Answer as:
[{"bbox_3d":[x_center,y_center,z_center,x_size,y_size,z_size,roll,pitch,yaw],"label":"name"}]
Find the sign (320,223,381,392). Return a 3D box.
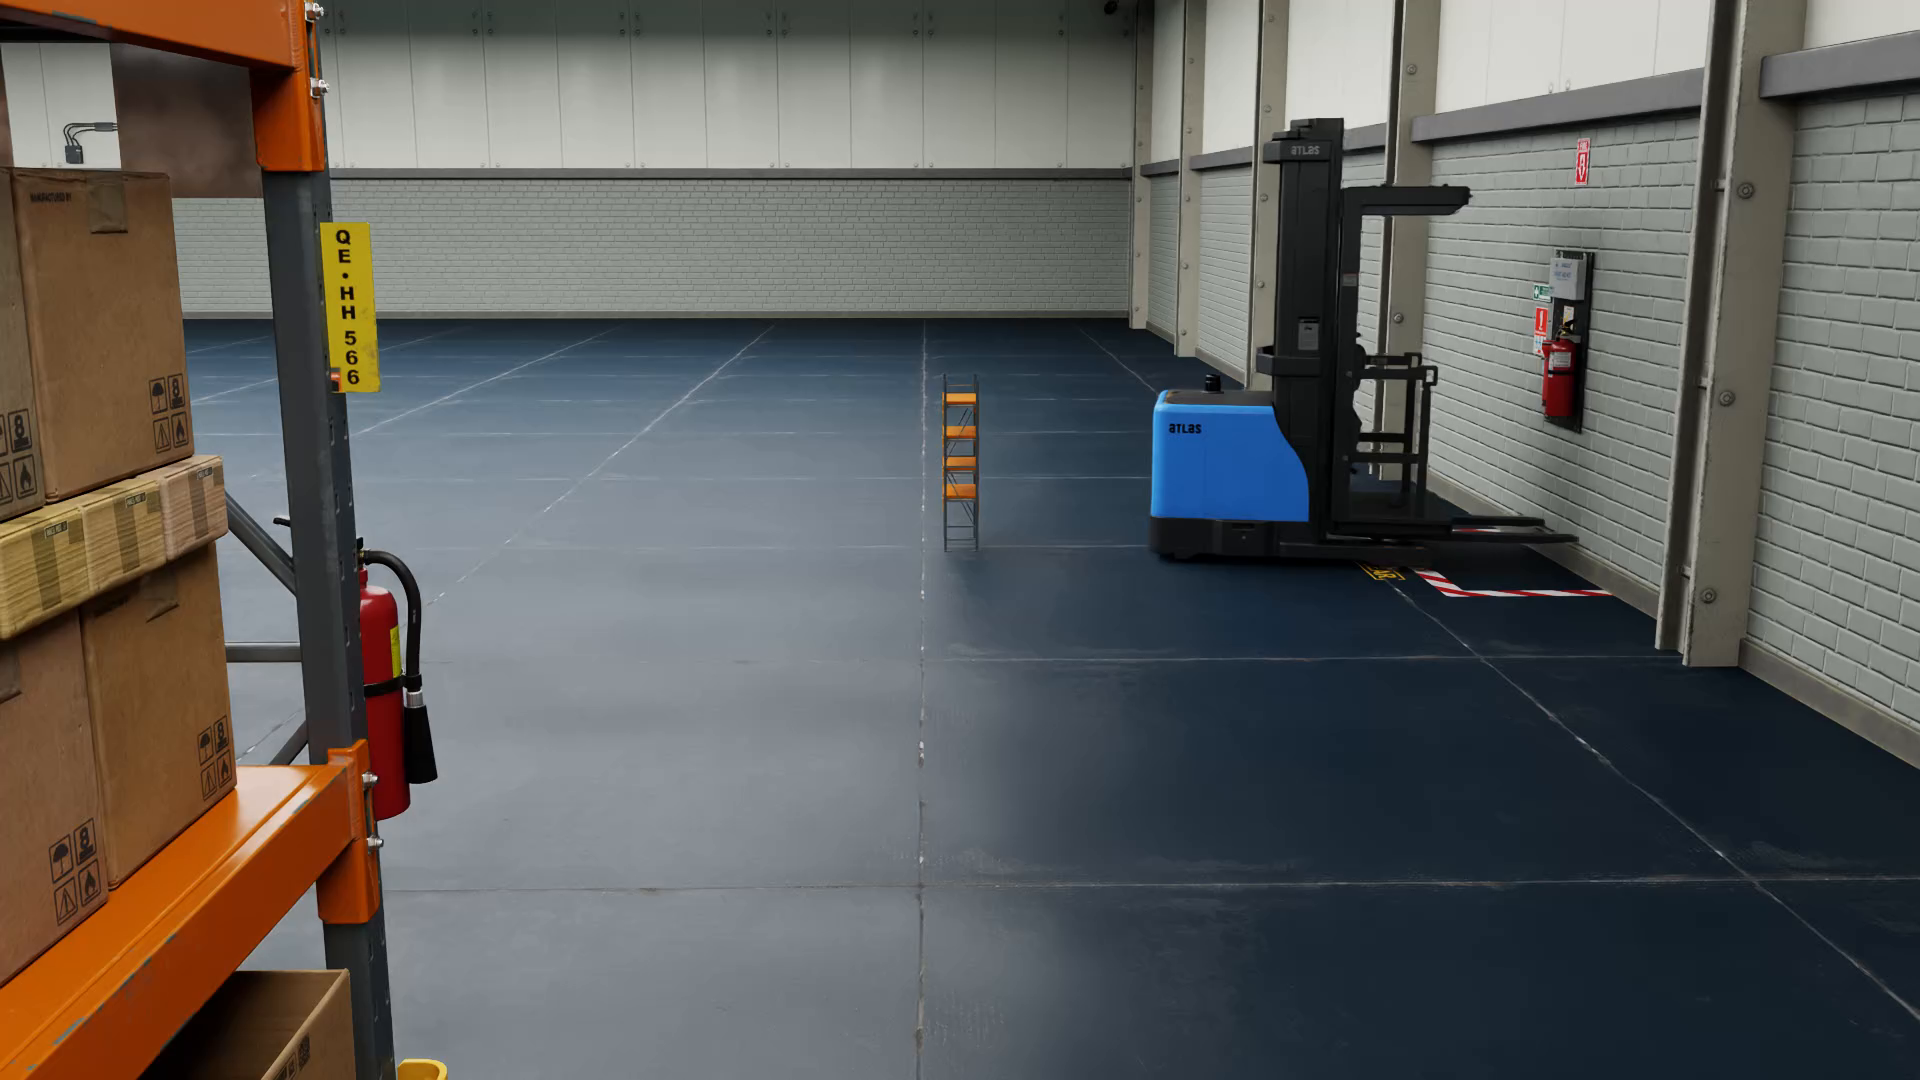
[{"bbox_3d":[-1.182,-0.448,3.216,0.100,0.325,0.005,0,11,-1],"label":"sign"}]

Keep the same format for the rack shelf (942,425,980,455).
[{"bbox_3d":[0.003,-0.708,11.747,0.258,0.148,0.480,0,11,-1],"label":"rack shelf"}]

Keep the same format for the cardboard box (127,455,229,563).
[{"bbox_3d":[-1.526,-0.057,2.912,0.380,0.149,0.250,0,11,-2],"label":"cardboard box"}]

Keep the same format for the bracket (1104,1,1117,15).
[{"bbox_3d":[3.075,-10.870,33.955,0.235,0.232,0.430,0,11,-1],"label":"bracket"}]

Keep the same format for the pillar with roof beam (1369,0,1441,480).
[{"bbox_3d":[-0.445,-4.958,13.867,9.100,9.000,0.400,0,11,-1],"label":"pillar with roof beam"}]

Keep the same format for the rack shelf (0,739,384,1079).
[{"bbox_3d":[-1.683,0.985,1.469,1.077,0.370,4.000,0,11,-1],"label":"rack shelf"}]

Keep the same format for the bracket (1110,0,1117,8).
[{"bbox_3d":[3.087,-10.753,33.376,0.076,0.066,3.189,0,11,-1],"label":"bracket"}]

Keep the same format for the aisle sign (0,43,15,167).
[{"bbox_3d":[-2.032,-1.051,3.157,0.394,0.787,0.004,0,11,-1],"label":"aisle sign"}]

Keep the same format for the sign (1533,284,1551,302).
[{"bbox_3d":[4.053,-1.721,11.577,0.001,0.109,0.331,0,11,-1],"label":"sign"}]

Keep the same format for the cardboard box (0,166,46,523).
[{"bbox_3d":[-1.710,-0.242,2.193,0.700,0.500,0.500,-1,11,-3],"label":"cardboard box"}]

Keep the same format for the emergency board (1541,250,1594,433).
[{"bbox_3d":[3.970,-1.335,11.094,0.194,1.169,0.643,0,11,-1],"label":"emergency board"}]

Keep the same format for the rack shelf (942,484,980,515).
[{"bbox_3d":[0.003,-0.295,11.830,0.258,0.148,0.480,0,11,-1],"label":"rack shelf"}]

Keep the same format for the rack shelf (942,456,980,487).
[{"bbox_3d":[0.003,-0.489,11.791,0.258,0.148,0.480,0,11,-1],"label":"rack shelf"}]

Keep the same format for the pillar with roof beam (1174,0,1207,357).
[{"bbox_3d":[-0.693,-7.344,25.625,9.100,9.000,0.400,0,11,-1],"label":"pillar with roof beam"}]

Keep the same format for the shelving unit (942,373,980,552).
[{"bbox_3d":[0.003,-0.555,11.778,0.258,1.200,0.503,0,11,-1],"label":"shelving unit"}]

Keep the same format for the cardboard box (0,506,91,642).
[{"bbox_3d":[-1.514,0.046,2.405,0.380,0.149,0.250,0,11,-2],"label":"cardboard box"}]

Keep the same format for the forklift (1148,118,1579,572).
[{"bbox_3d":[2.855,-1.339,11.285,3.031,2.935,1.130,2,12,9],"label":"forklift"}]

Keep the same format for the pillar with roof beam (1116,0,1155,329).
[{"bbox_3d":[-0.817,-8.537,31.504,9.100,9.000,0.548,0,11,-1],"label":"pillar with roof beam"}]

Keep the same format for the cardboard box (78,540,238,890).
[{"bbox_3d":[-1.728,0.279,2.889,0.700,0.500,0.500,0,11,-1],"label":"cardboard box"}]

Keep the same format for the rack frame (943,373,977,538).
[{"bbox_3d":[-0.002,-0.604,12.017,0.240,1.200,0.015,0,11,-1],"label":"rack frame"}]

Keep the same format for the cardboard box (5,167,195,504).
[{"bbox_3d":[-1.727,-0.347,2.709,0.700,0.500,0.500,0,11,-1],"label":"cardboard box"}]

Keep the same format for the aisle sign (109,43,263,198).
[{"bbox_3d":[-1.432,-1.053,3.169,0.394,0.787,0.004,0,11,-1],"label":"aisle sign"}]

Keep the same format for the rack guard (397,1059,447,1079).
[{"bbox_3d":[-1.725,1.455,3.629,1.175,0.500,0.348,0,11,-1],"label":"rack guard"}]

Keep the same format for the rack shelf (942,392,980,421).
[{"bbox_3d":[0.003,-0.940,11.699,0.258,0.148,0.480,0,11,-1],"label":"rack shelf"}]

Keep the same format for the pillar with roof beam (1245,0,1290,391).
[{"bbox_3d":[-0.569,-6.151,19.746,9.100,9.000,0.400,0,11,-1],"label":"pillar with roof beam"}]

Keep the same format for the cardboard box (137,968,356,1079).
[{"bbox_3d":[-1.416,1.114,2.995,0.500,0.500,0.500,0,11,-1],"label":"cardboard box"}]

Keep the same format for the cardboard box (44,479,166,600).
[{"bbox_3d":[-1.519,-0.005,2.656,0.380,0.149,0.250,0,11,0],"label":"cardboard box"}]

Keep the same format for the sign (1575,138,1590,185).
[{"bbox_3d":[4.070,-2.473,10.873,0.001,0.298,0.199,0,11,-1],"label":"sign"}]

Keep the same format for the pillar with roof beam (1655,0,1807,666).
[{"bbox_3d":[-0.321,-3.766,7.988,9.100,9.000,0.400,0,11,-1],"label":"pillar with roof beam"}]

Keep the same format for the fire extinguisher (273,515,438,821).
[{"bbox_3d":[-1.263,0.247,3.490,0.296,0.674,0.183,0,11,-1],"label":"fire extinguisher"}]

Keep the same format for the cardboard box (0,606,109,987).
[{"bbox_3d":[-1.712,0.383,2.375,0.700,0.500,0.500,0,11,0],"label":"cardboard box"}]

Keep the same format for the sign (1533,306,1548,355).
[{"bbox_3d":[4.062,-1.463,11.634,0.001,0.329,0.234,0,11,-1],"label":"sign"}]

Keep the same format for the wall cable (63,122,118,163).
[{"bbox_3d":[-17.253,-10.718,33.705,2.305,6.003,0.169,0,11,-1],"label":"wall cable"}]

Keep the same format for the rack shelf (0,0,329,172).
[{"bbox_3d":[-1.683,-0.485,1.171,1.077,0.370,4.000,0,11,-1],"label":"rack shelf"}]

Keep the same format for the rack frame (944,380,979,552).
[{"bbox_3d":[0.008,-0.507,11.539,0.240,1.200,0.015,0,11,-1],"label":"rack frame"}]
